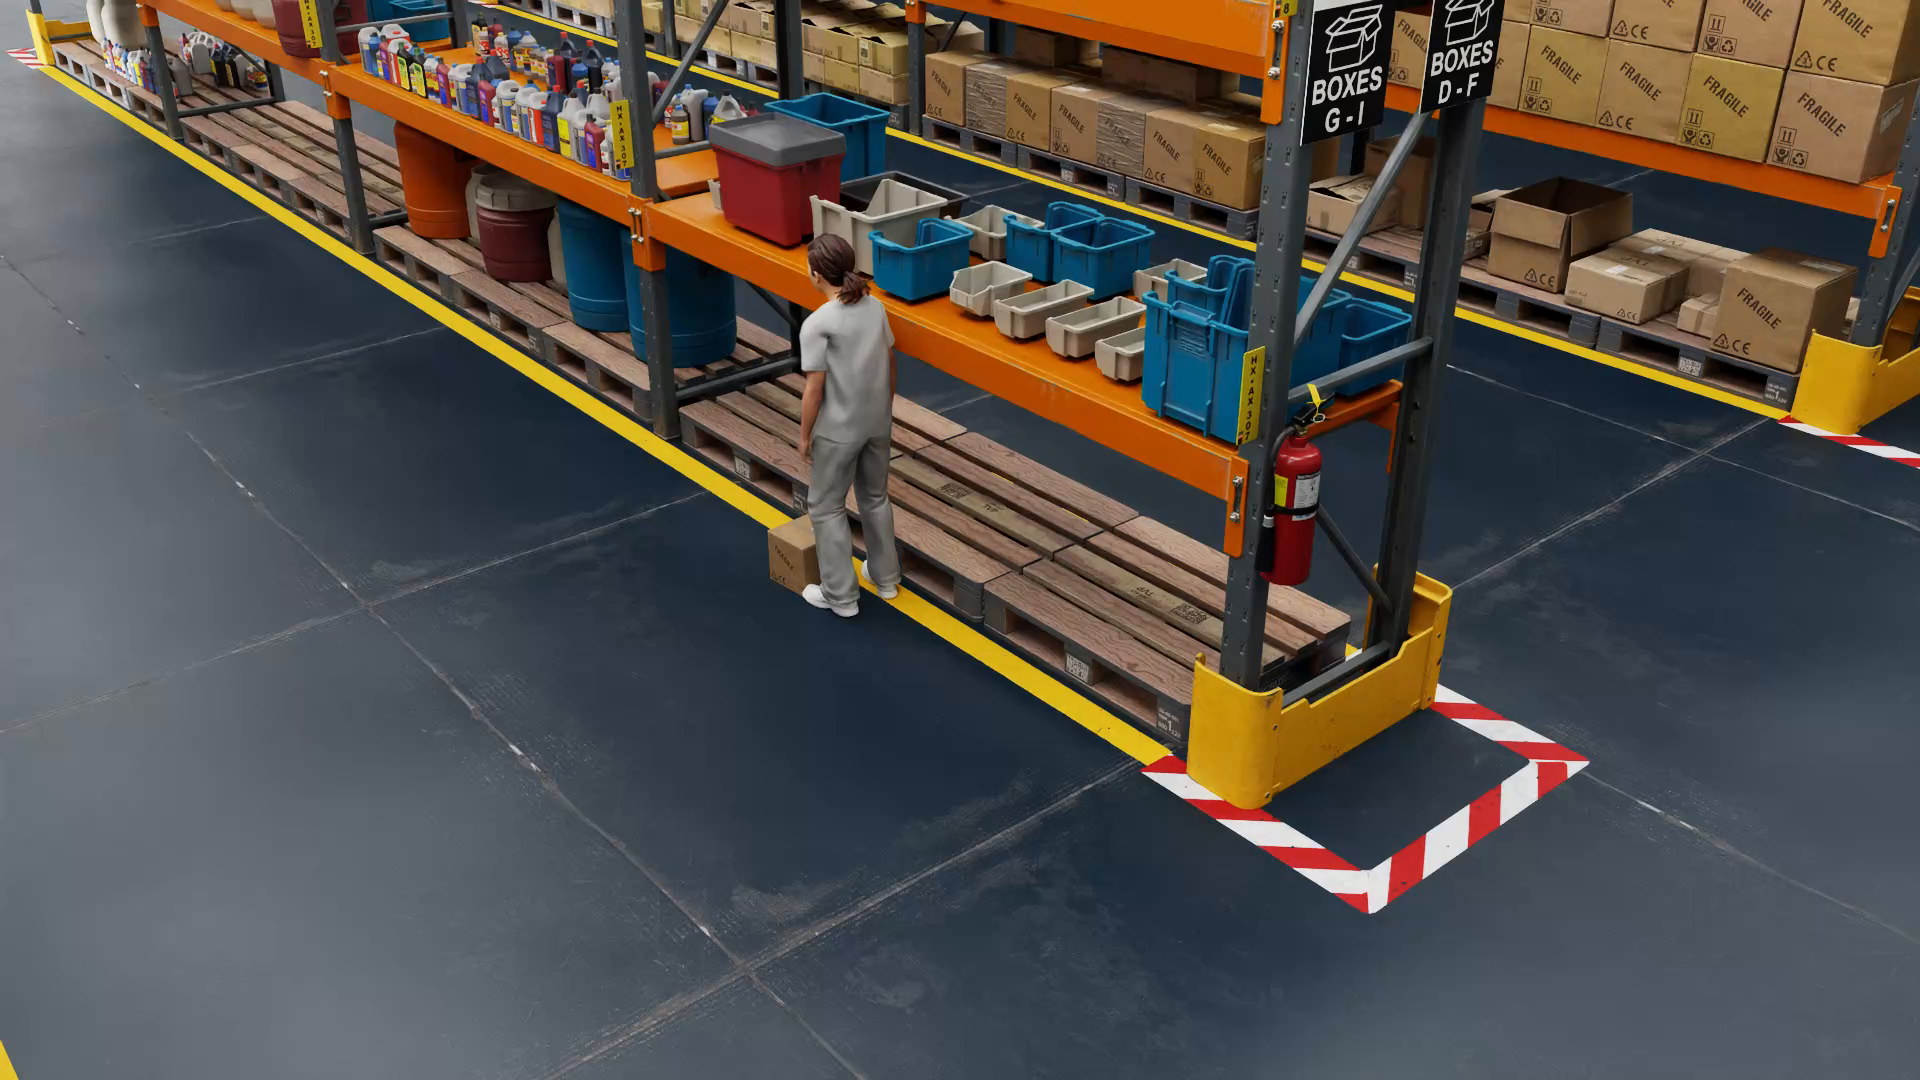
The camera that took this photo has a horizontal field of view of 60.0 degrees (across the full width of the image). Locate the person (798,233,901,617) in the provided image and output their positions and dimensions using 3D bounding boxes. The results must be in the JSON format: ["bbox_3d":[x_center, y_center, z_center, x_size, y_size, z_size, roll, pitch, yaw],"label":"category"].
[{"bbox_3d":[-0.474,-0.471,7.000,0.486,1.672,0.360,-23,36,-36],"label":"person"}]
